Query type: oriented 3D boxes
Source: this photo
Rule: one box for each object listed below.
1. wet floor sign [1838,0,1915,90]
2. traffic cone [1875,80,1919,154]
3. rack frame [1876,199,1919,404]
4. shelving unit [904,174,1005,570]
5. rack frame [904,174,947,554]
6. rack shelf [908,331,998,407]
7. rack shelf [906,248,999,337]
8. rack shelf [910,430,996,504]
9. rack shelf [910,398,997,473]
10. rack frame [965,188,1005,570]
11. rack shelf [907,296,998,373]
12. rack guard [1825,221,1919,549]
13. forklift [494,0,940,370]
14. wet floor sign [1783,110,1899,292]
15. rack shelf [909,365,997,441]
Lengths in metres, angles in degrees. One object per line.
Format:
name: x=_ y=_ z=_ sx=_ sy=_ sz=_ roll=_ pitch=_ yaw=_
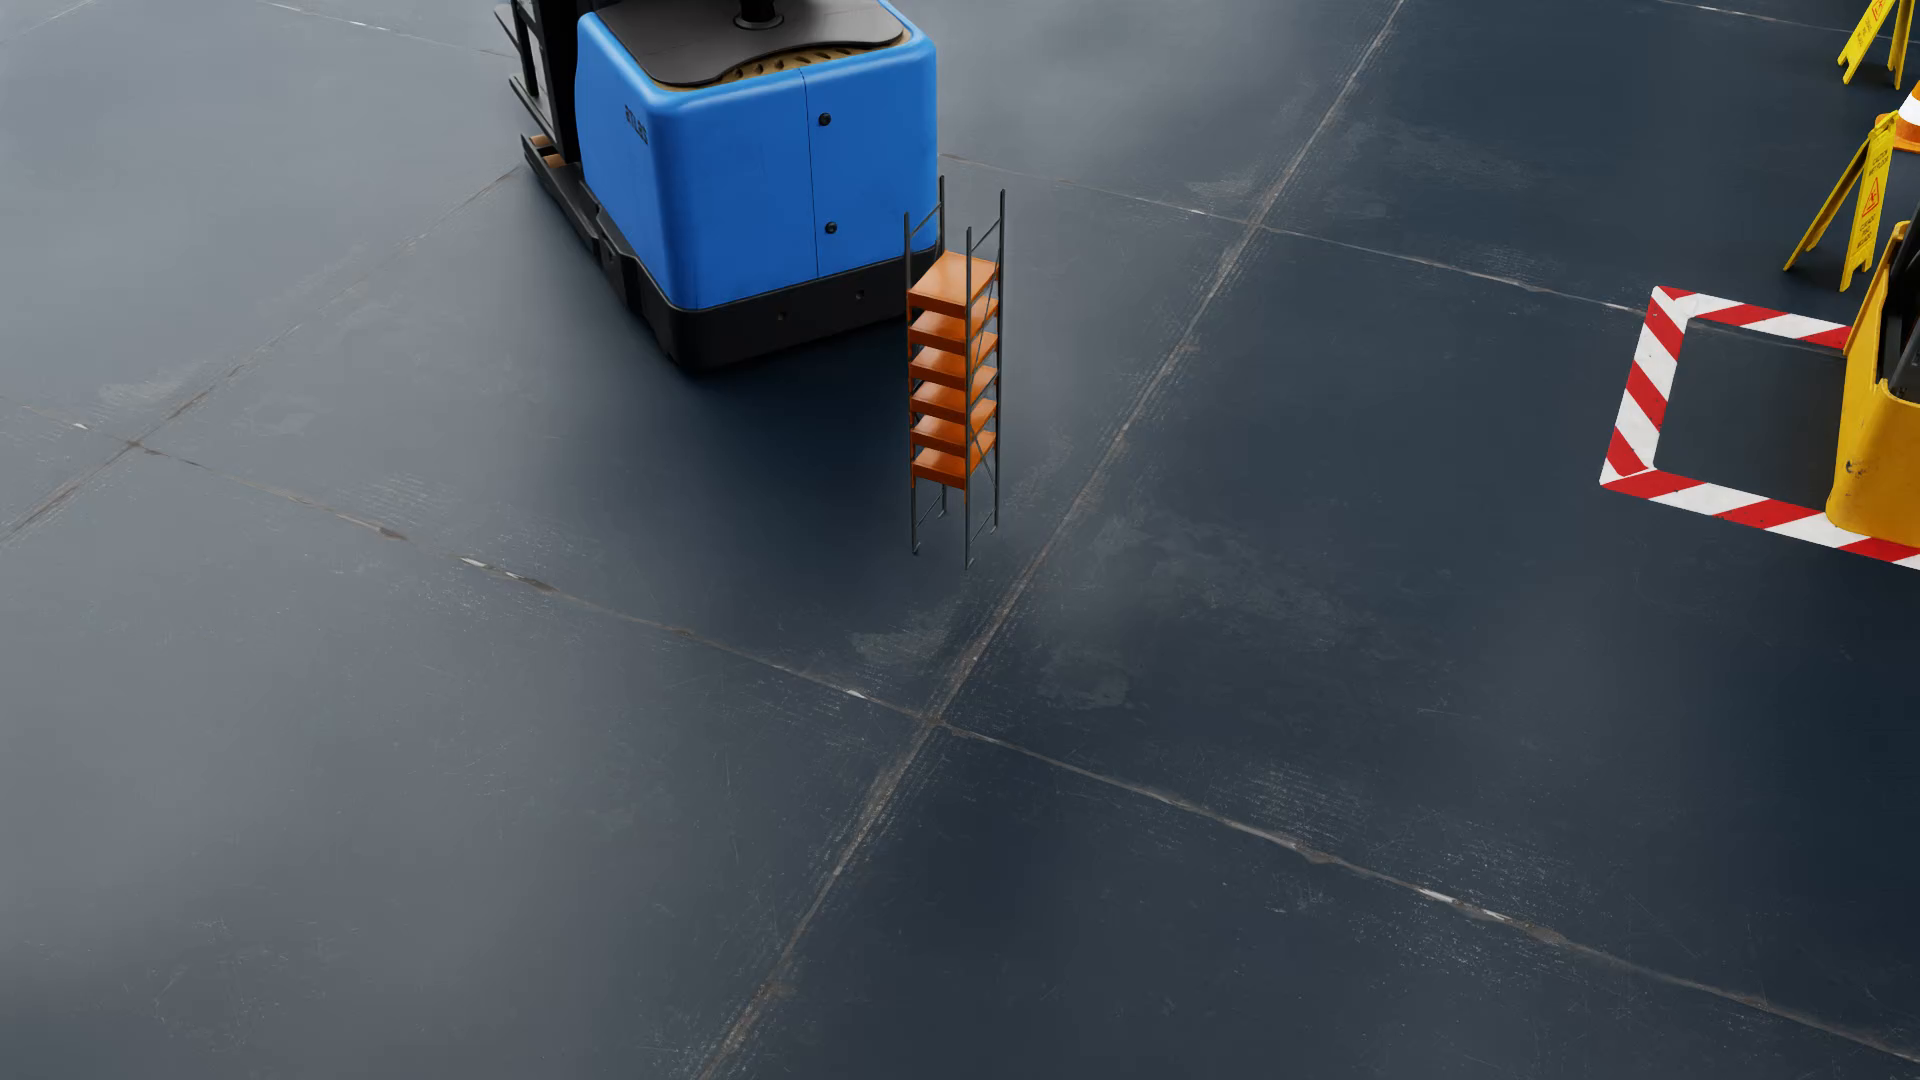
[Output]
wet floor sign: x=4.230 y=-2.411 z=7.539 sx=0.232 sy=0.644 sz=0.267 roll=10 pitch=42 yaw=11
traffic cone: x=4.189 y=-1.943 z=7.138 sx=0.334 sy=0.463 sz=0.336 roll=17 pitch=44 yaw=19
rack frame: x=3.093 y=-1.502 z=4.693 sx=0.127 sy=3.000 sz=1.000 roll=17 pitch=44 yaw=19
shelving unit: x=-0.013 y=-0.457 z=4.862 sx=0.189 sy=1.200 sz=0.258 roll=17 pitch=44 yaw=19
rack frame: x=-0.096 y=-0.483 z=4.891 sx=0.006 sy=1.200 sz=0.240 roll=17 pitch=44 yaw=19
rack shelf: x=-0.013 y=-0.514 z=4.812 sx=0.180 sy=0.103 sz=0.258 roll=17 pitch=44 yaw=19
rack shelf: x=-0.013 y=-0.696 z=4.655 sx=0.180 sy=0.103 sz=0.258 roll=17 pitch=44 yaw=19
rack shelf: x=-0.013 y=-0.242 z=5.048 sx=0.180 sy=0.103 sz=0.258 roll=17 pitch=44 yaw=19
rack shelf: x=-0.013 y=-0.333 z=4.969 sx=0.180 sy=0.103 sz=0.258 roll=17 pitch=44 yaw=19
rack frame: x=0.070 y=-0.432 z=4.832 sx=0.006 sy=1.200 sz=0.240 roll=17 pitch=44 yaw=19
rack shelf: x=-0.013 y=-0.605 z=4.734 sx=0.180 sy=0.103 sz=0.258 roll=17 pitch=44 yaw=19
rack guard: x=3.161 y=-0.536 z=5.487 sx=0.348 sy=0.500 sz=1.175 roll=17 pitch=44 yaw=19
forklift: x=-1.188 y=-2.663 z=6.085 sx=1.130 sy=2.935 sz=3.031 roll=-19 pitch=44 yaw=-20
wet floor sign: x=3.373 y=-1.300 z=6.257 sx=0.267 sy=0.644 sz=0.232 roll=-33 pitch=51 yaw=-32
rack shelf: x=-0.013 y=-0.424 z=4.891 sx=0.180 sy=0.103 sz=0.258 roll=17 pitch=44 yaw=19
